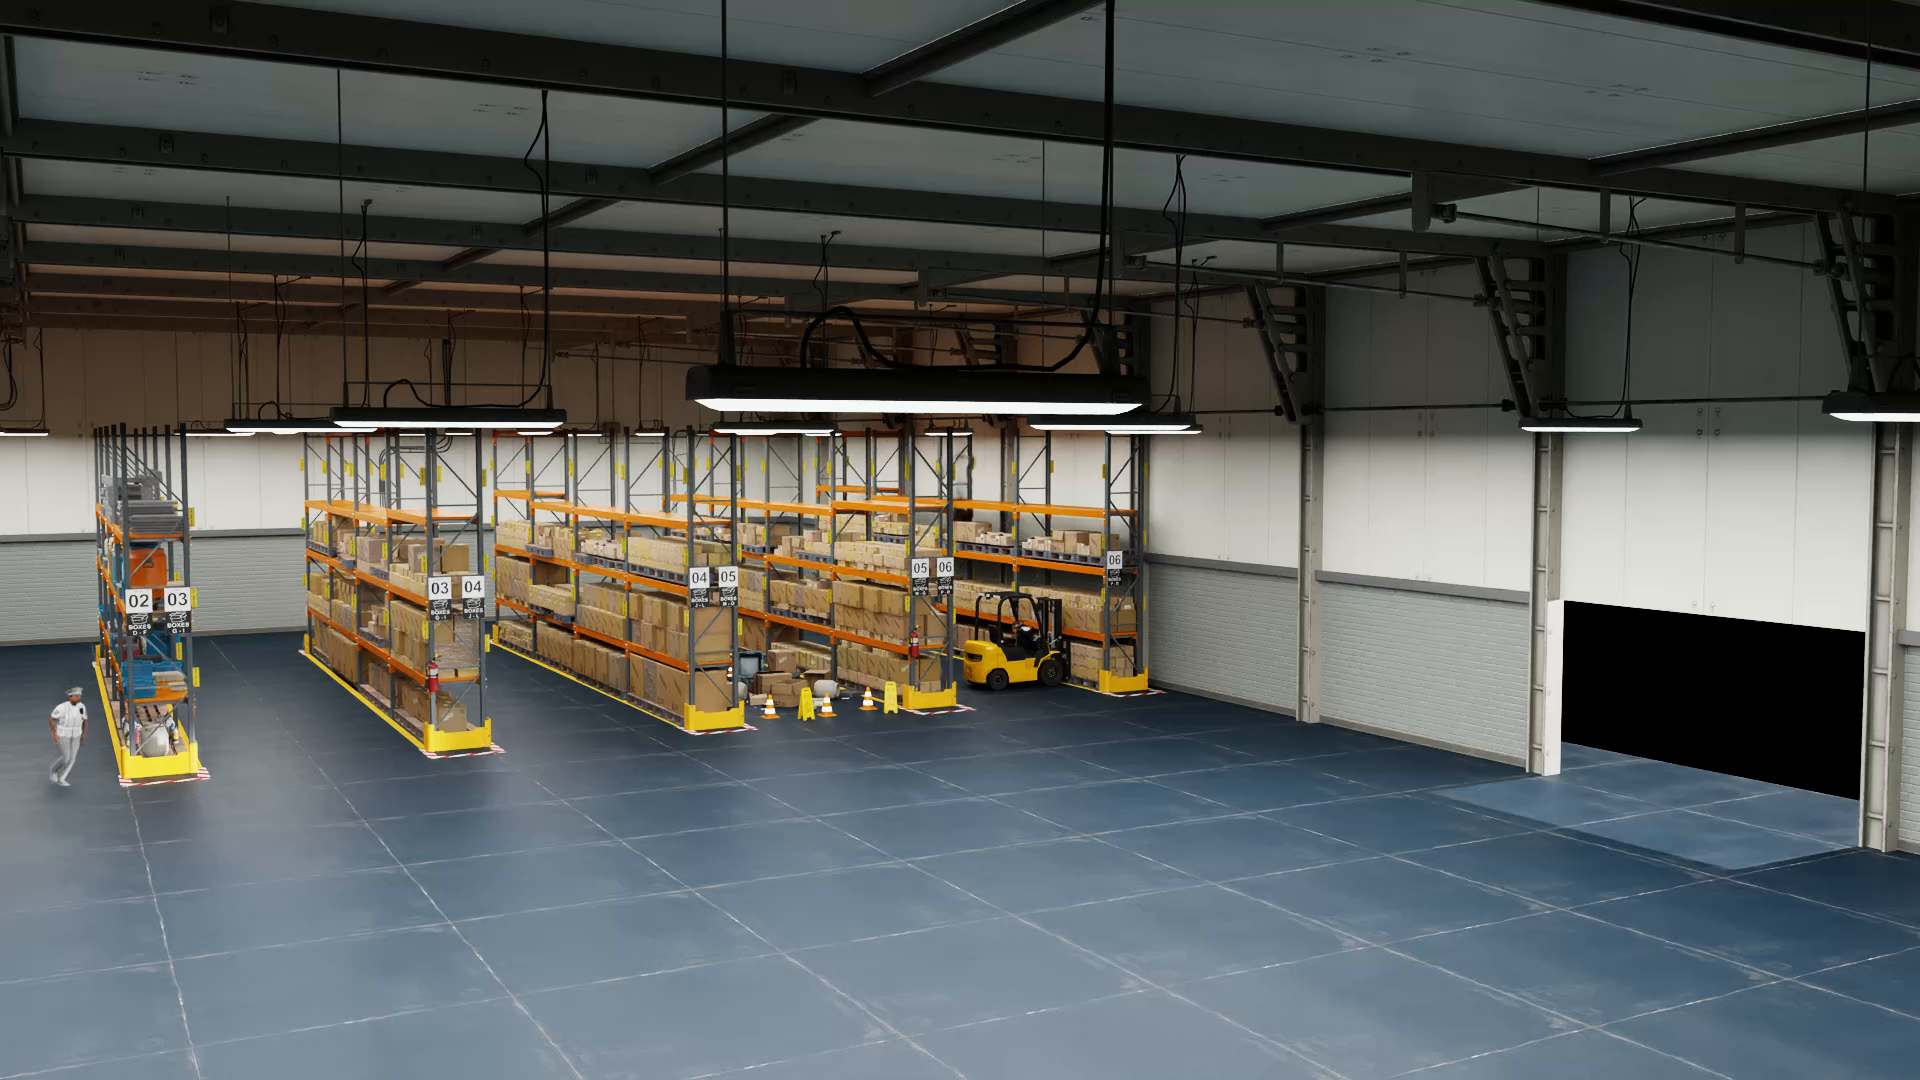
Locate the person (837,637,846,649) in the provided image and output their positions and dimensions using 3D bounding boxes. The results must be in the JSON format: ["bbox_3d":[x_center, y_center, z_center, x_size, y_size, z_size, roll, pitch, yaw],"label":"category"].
[{"bbox_3d":[-3.113,2.233,43.603,0.709,1.765,0.798,-3,4,-38],"label":"person"}]

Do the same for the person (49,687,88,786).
[{"bbox_3d":[-14.750,3.248,27.559,0.498,1.628,0.574,3,4,37],"label":"person"}]
